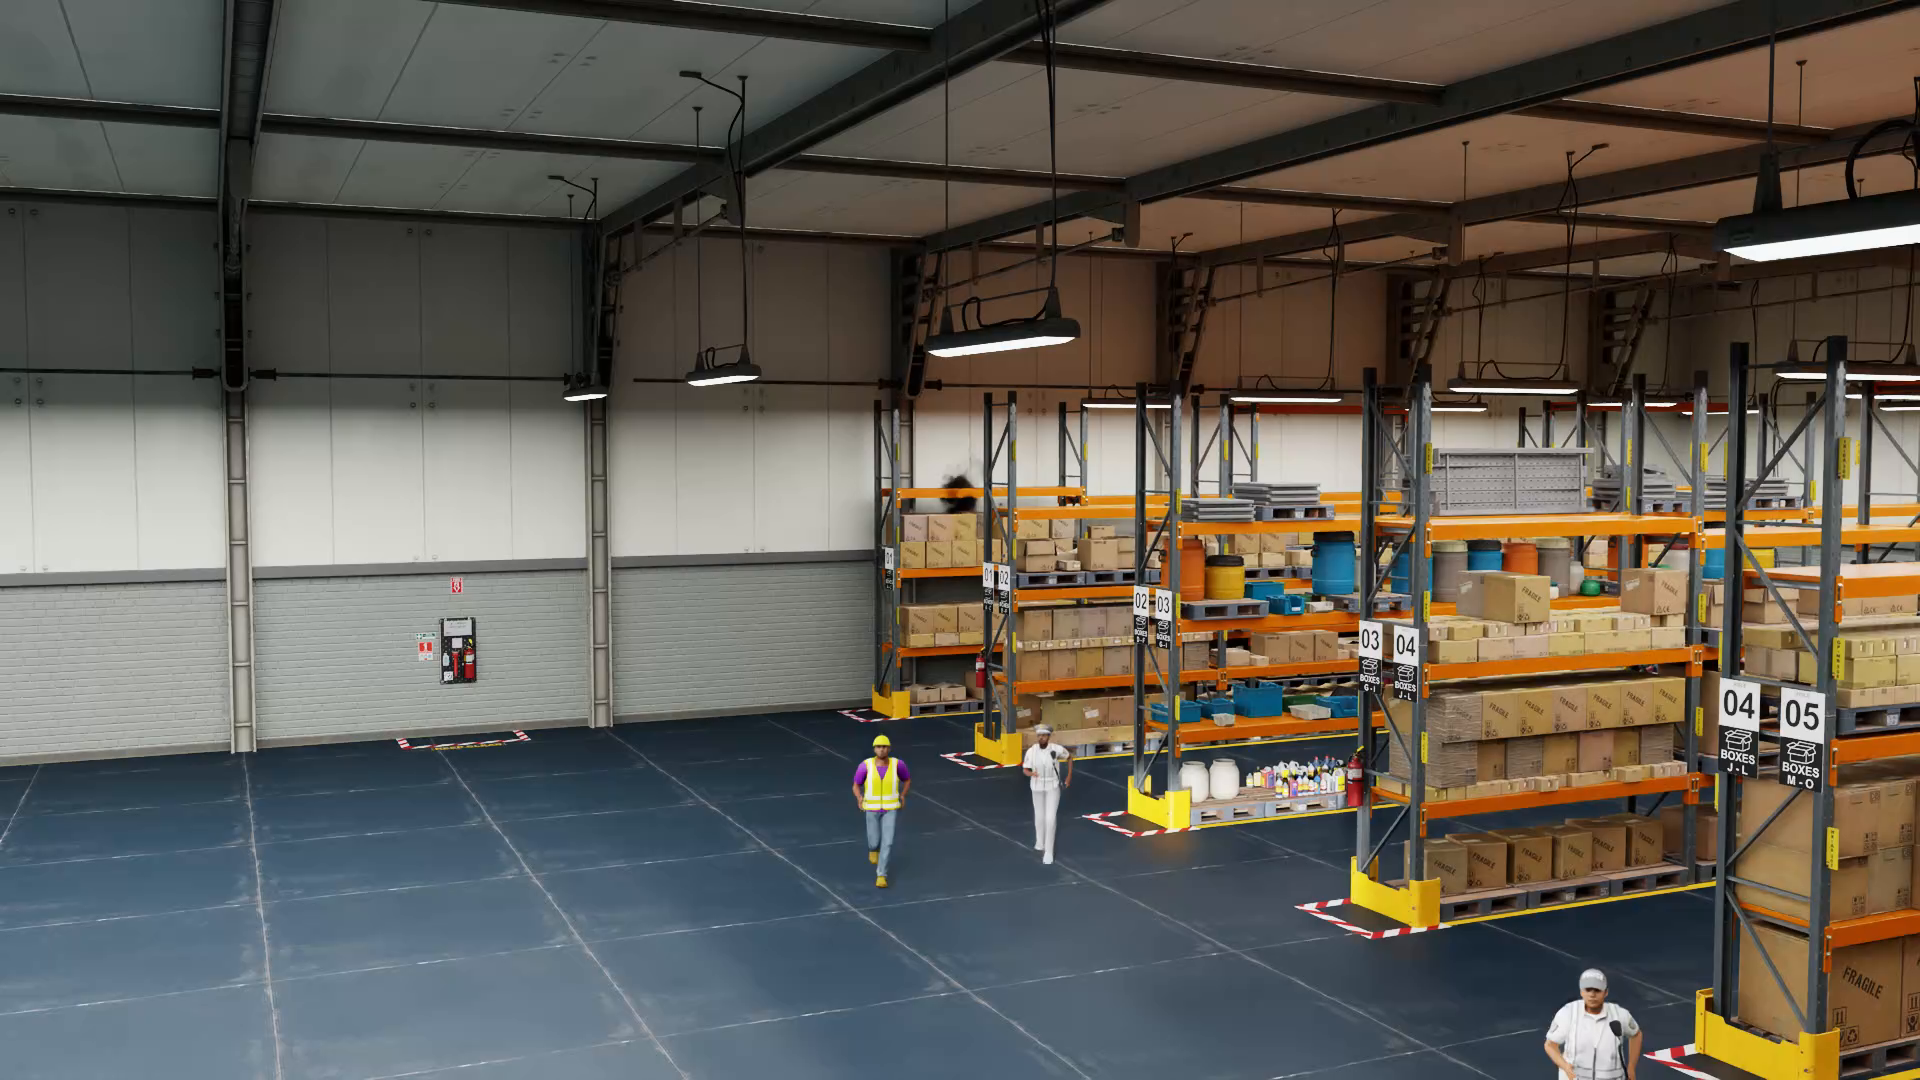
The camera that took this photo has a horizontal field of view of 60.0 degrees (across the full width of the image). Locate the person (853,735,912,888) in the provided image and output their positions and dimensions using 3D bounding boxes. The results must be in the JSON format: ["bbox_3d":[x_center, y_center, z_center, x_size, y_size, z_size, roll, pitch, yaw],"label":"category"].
[{"bbox_3d":[-0.912,3.158,19.586,0.698,1.735,0.787,0,3,-4],"label":"person"}]

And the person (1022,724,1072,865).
[{"bbox_3d":[1.083,3.123,20.639,0.585,1.738,0.882,1,3,13],"label":"person"}]

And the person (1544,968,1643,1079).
[{"bbox_3d":[4.230,3.691,11.118,0.619,1.676,0.931,1,4,21],"label":"person"}]
